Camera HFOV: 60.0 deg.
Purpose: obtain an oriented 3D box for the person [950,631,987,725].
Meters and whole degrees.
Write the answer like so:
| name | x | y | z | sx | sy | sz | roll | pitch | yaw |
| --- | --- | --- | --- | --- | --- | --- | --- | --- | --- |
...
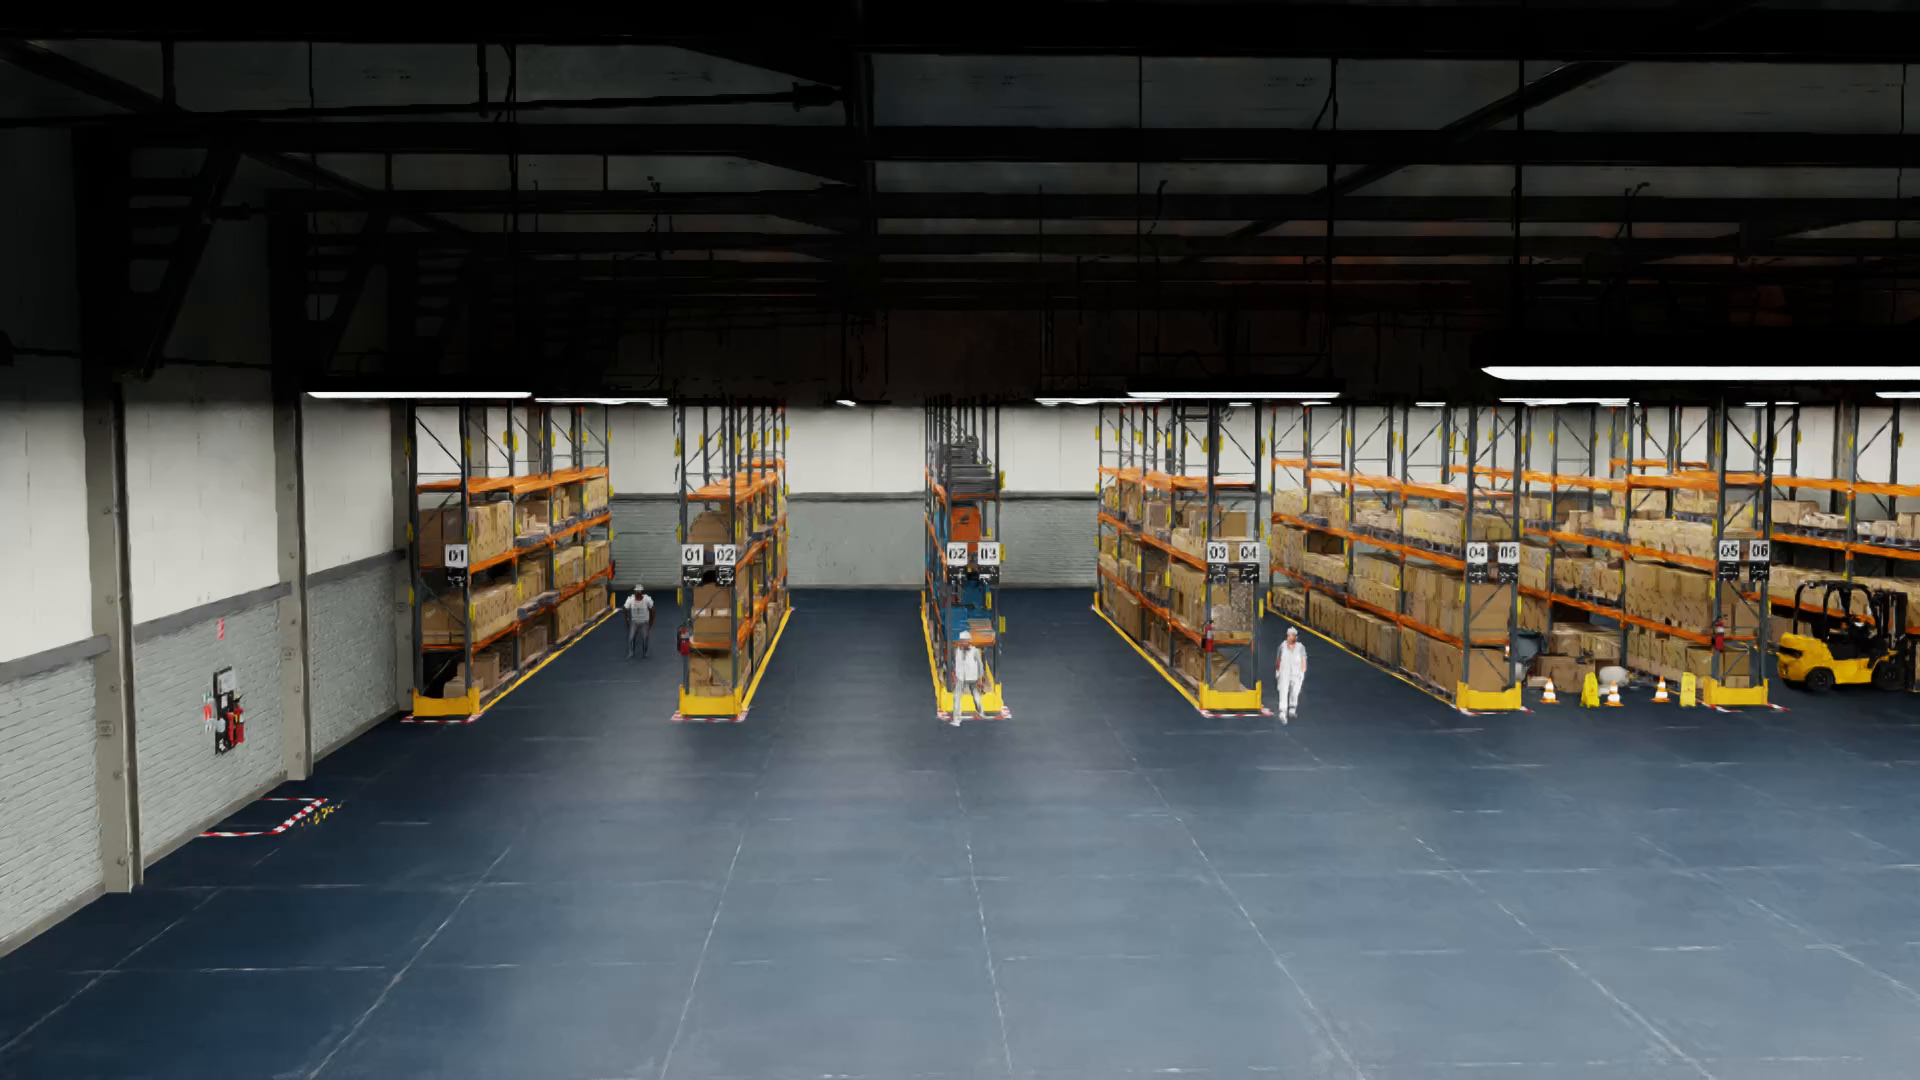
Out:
| name | x | y | z | sx | sy | sz | roll | pitch | yaw |
| --- | --- | --- | --- | --- | --- | --- | --- | --- | --- |
| person | 0.154 | 2.485 | 30.180 | 0.570 | 1.722 | 0.955 | 1 | 5 | 17 |

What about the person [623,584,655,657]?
| name | x | y | z | sx | sy | sz | roll | pitch | yaw |
| --- | --- | --- | --- | --- | --- | --- | --- | --- | --- |
| person | -7.371 | 1.857 | 38.207 | 0.719 | 1.714 | 0.578 | 0 | 5 | -5 |

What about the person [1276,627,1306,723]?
| name | x | y | z | sx | sy | sz | roll | pitch | yaw |
| --- | --- | --- | --- | --- | --- | --- | --- | --- | --- |
| person | 6.049 | 2.445 | 30.359 | 0.535 | 1.725 | 1.024 | 1 | 5 | 7 |
